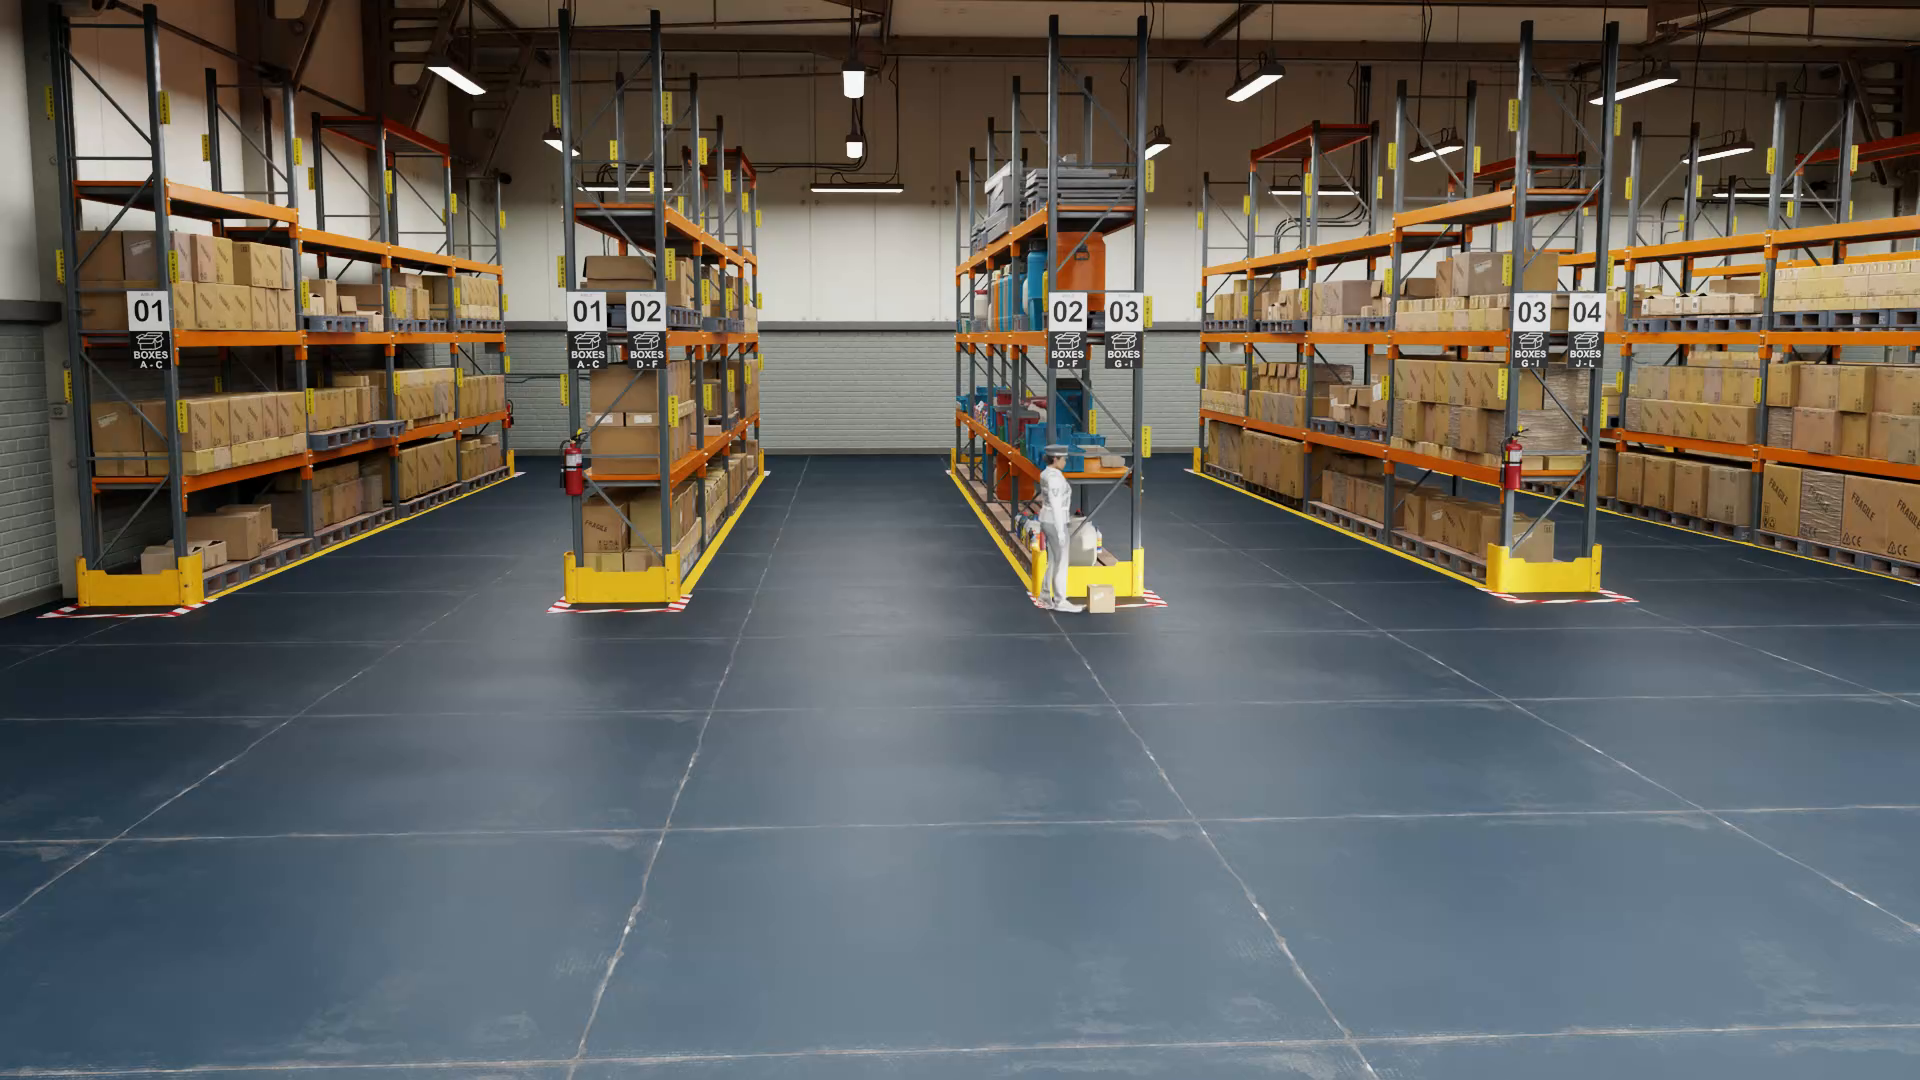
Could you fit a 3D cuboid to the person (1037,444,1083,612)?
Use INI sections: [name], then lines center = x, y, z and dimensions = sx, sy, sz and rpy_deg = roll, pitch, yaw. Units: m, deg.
[person]
center = 1.003, -0.105, 16.582
dimensions = 0.426, 1.708, 0.508
rpy_deg = -1, 7, -10
